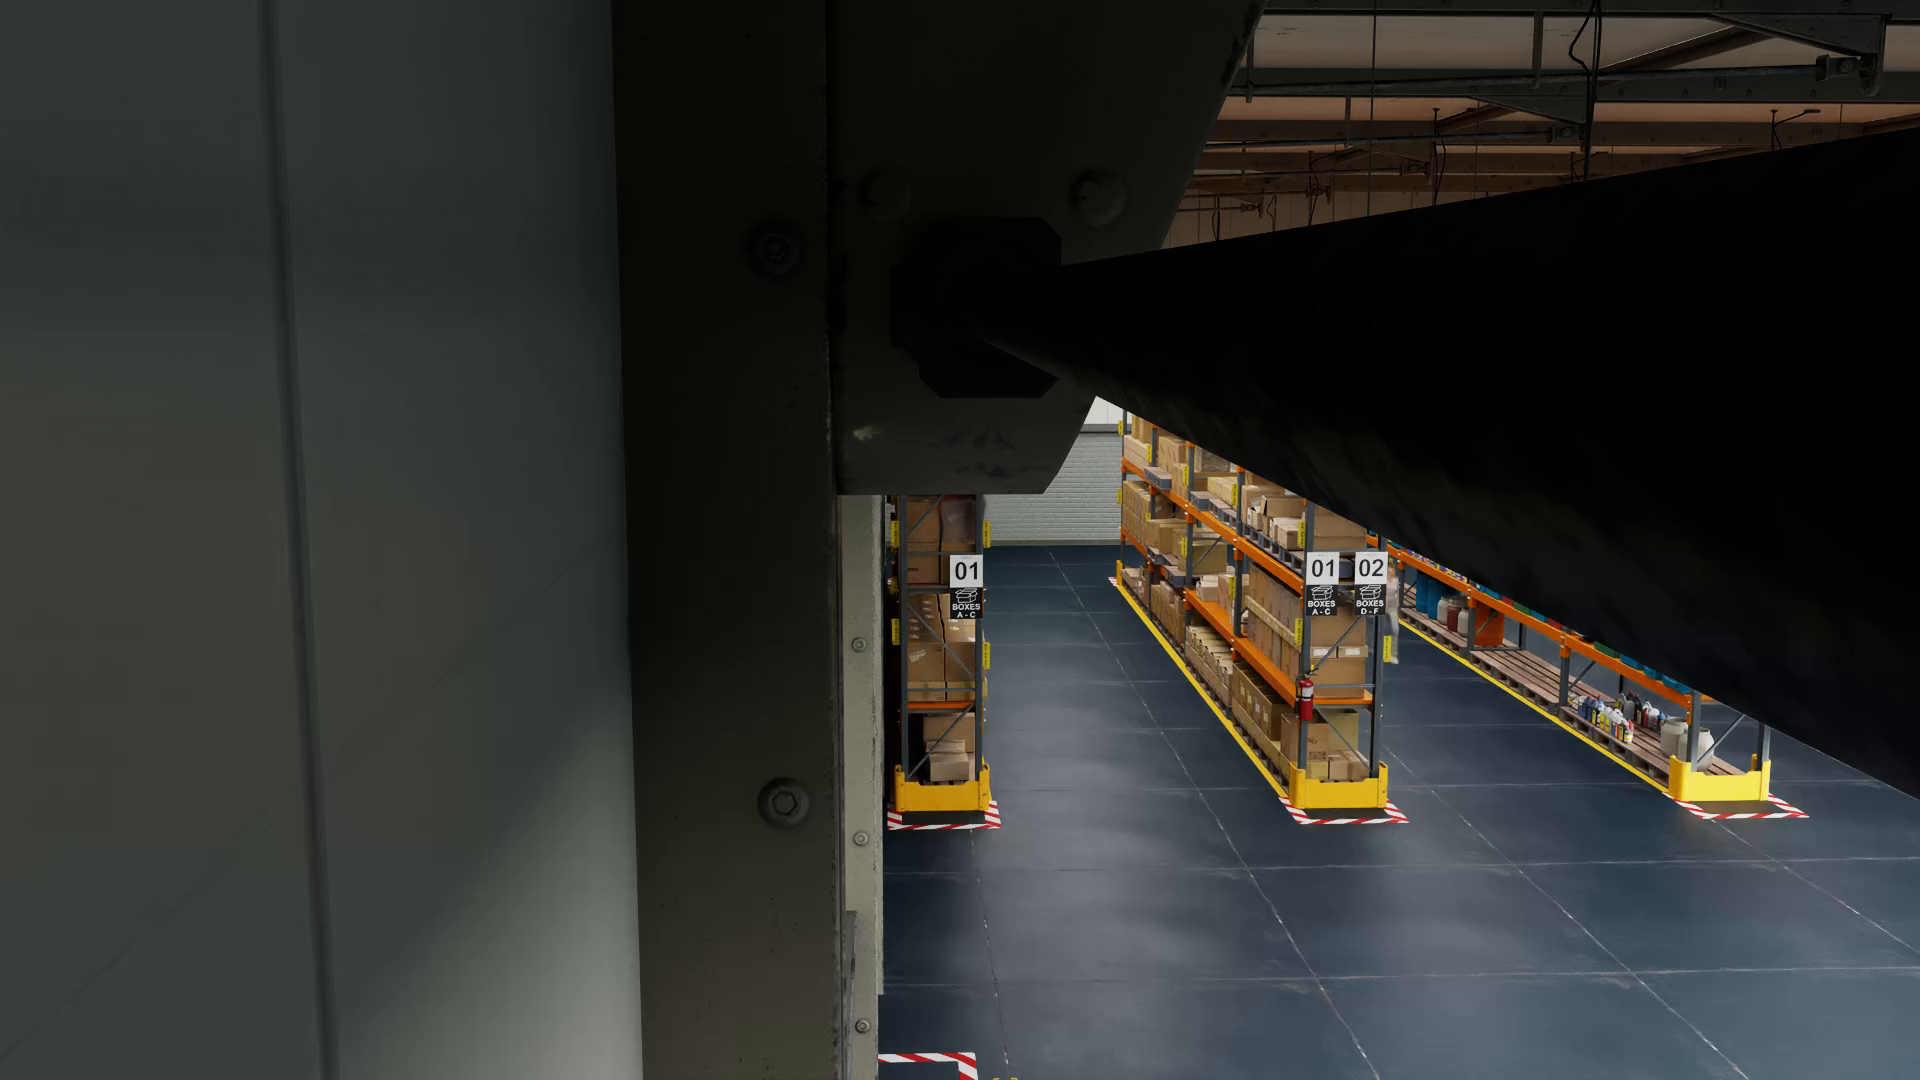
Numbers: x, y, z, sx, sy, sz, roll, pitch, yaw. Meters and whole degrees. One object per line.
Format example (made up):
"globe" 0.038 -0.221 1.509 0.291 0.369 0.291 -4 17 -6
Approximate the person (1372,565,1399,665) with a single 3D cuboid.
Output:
"person" 7.382 1.254 28.850 0.518 1.696 0.878 0 8 -3
